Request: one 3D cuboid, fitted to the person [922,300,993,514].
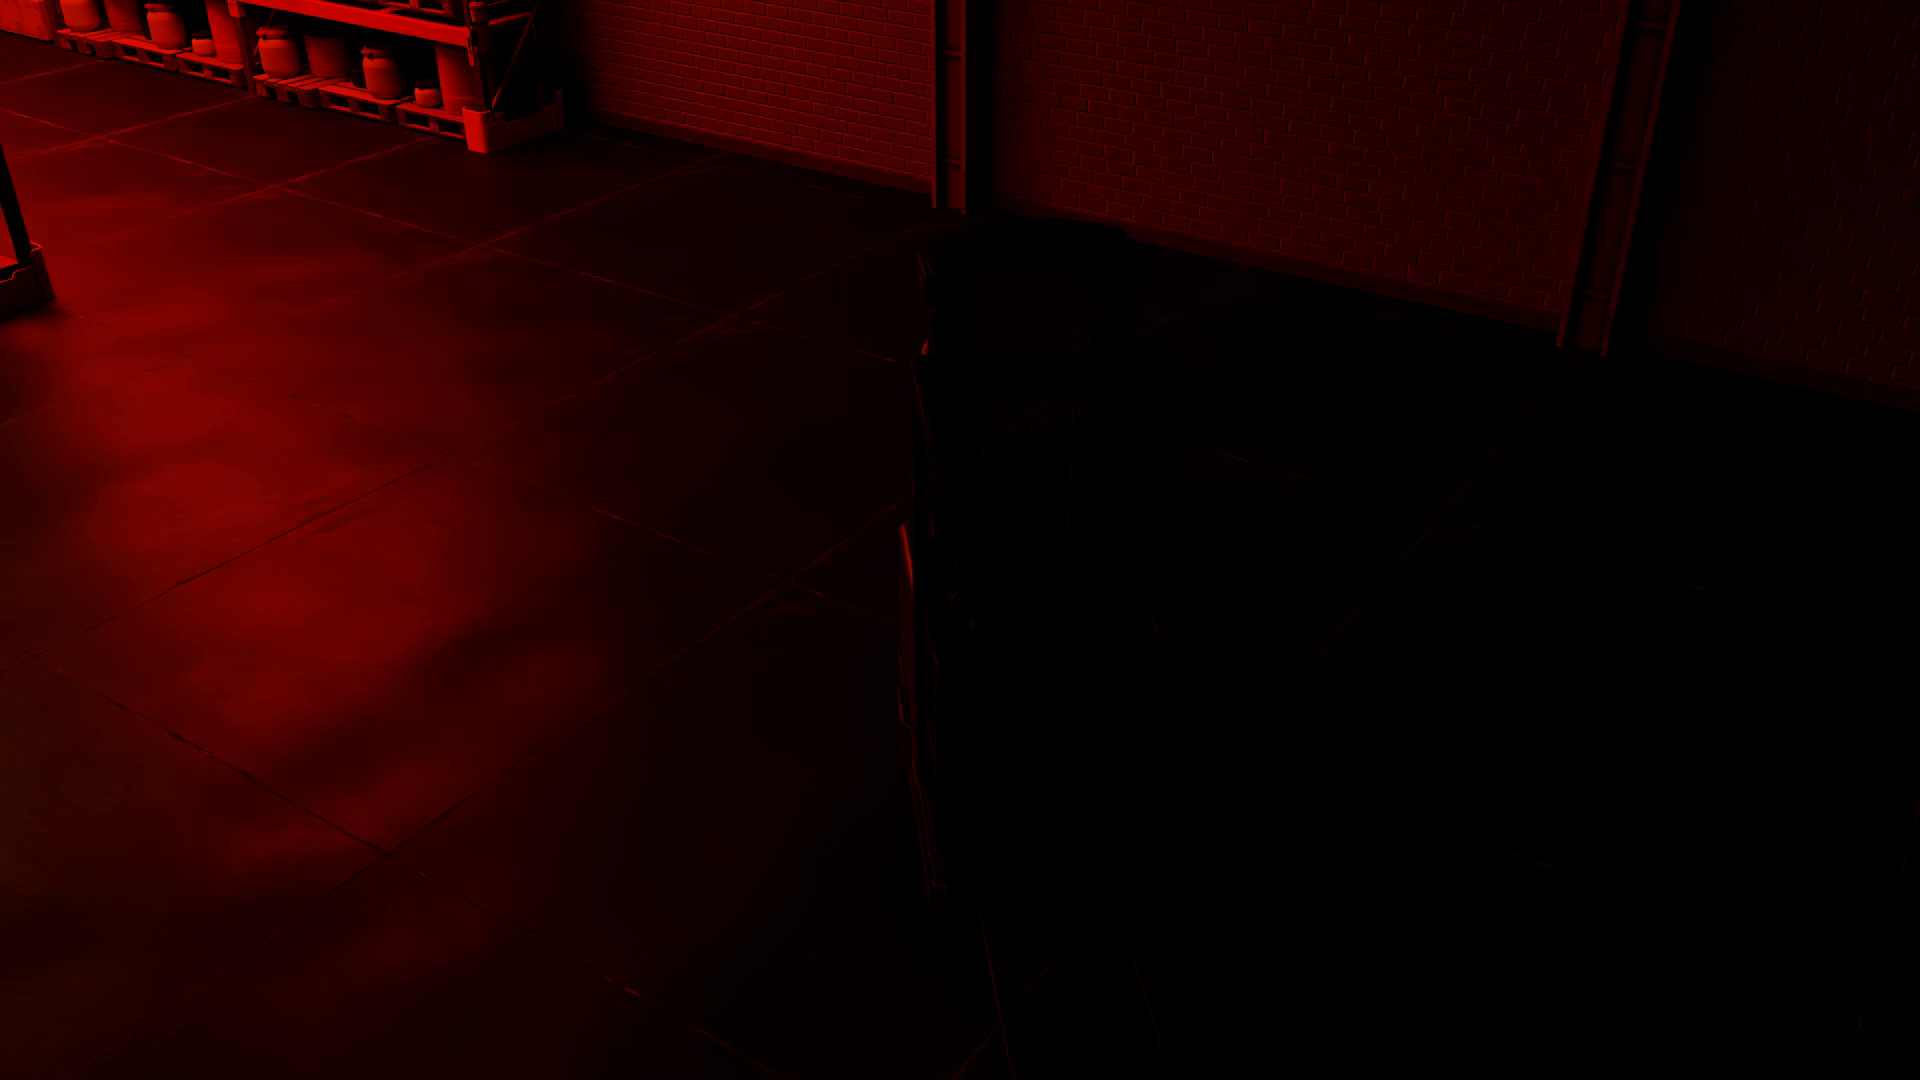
[{"bbox_3d":[0.062,-0.684,10.022,0.502,1.651,0.598,19,35,29],"label":"person"}]

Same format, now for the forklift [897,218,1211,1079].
[{"bbox_3d":[0.367,0.246,7.157,1.130,2.935,3.031,-4,30,-6],"label":"forklift"}]
